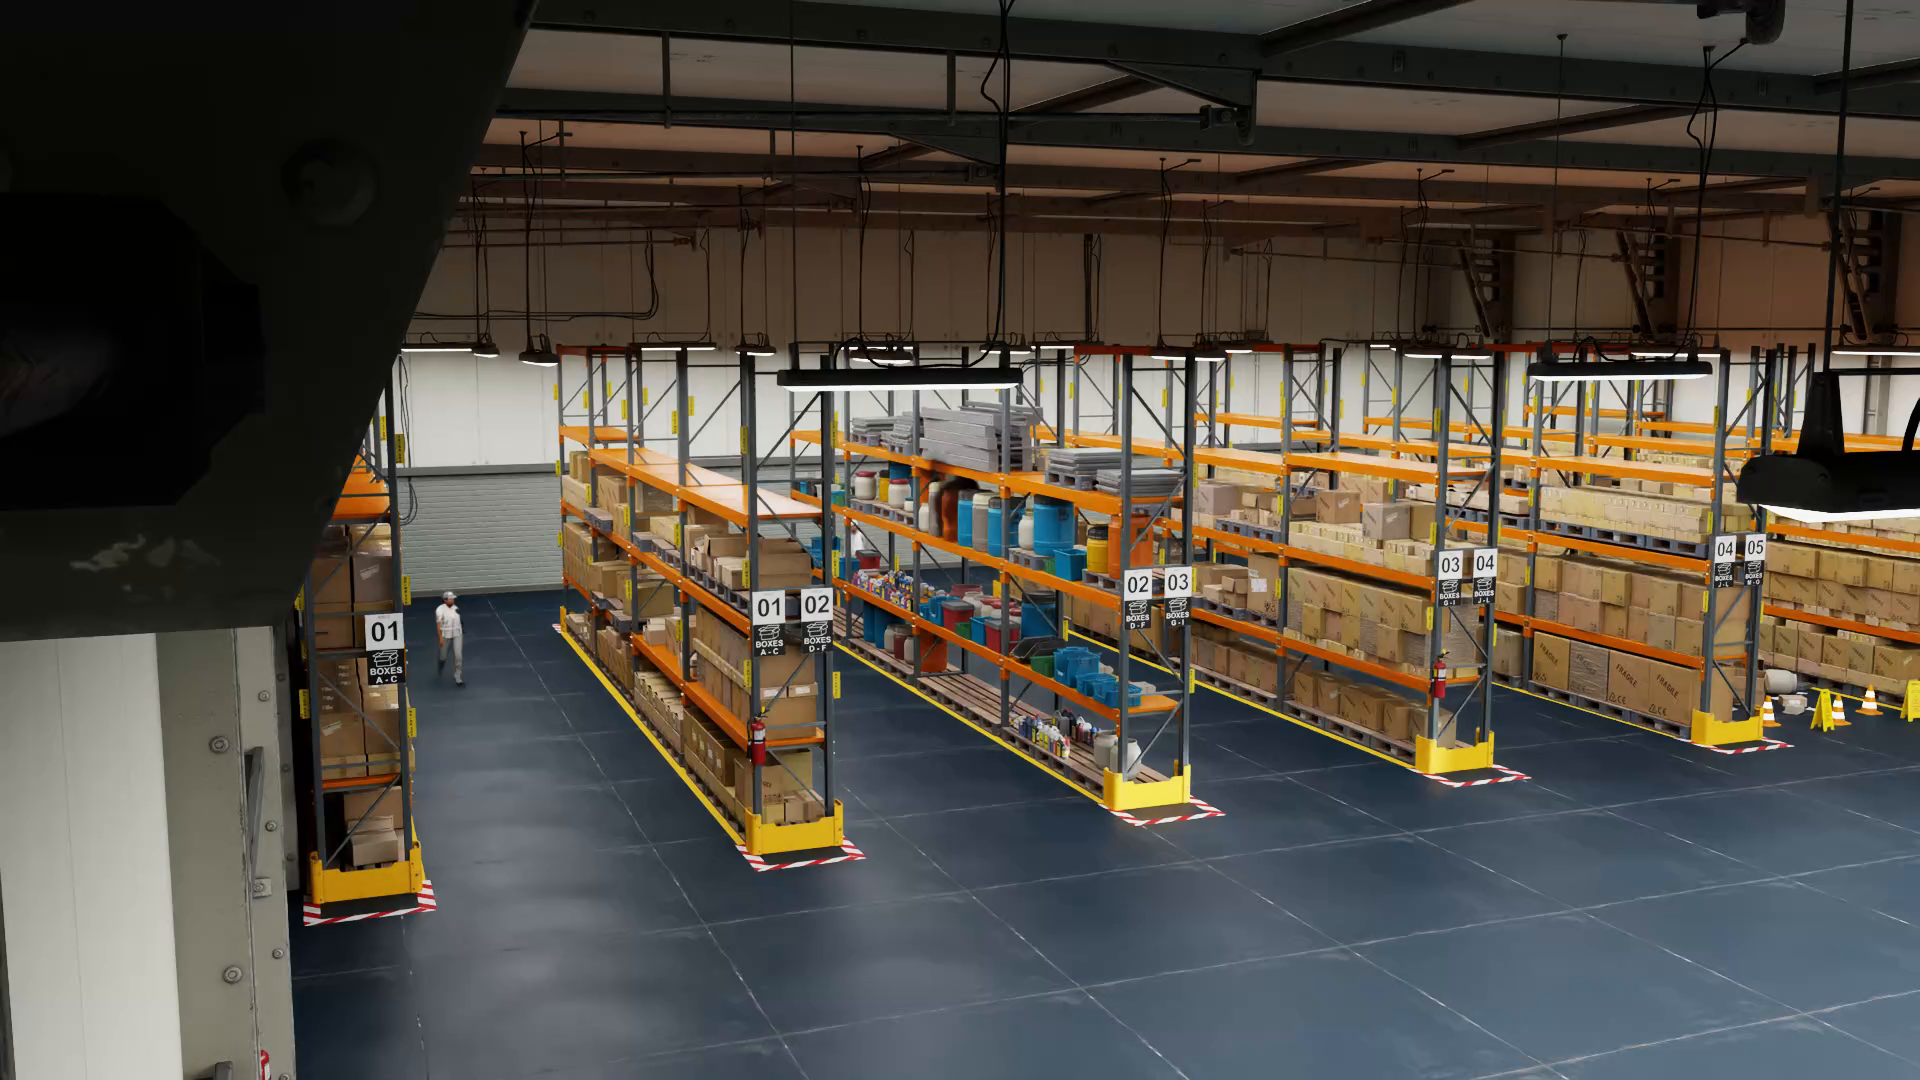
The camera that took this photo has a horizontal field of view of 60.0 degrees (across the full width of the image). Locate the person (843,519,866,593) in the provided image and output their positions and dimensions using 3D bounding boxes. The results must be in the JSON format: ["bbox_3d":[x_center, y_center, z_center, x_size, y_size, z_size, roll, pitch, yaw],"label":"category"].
[{"bbox_3d":[-2.548,0.376,40.073,0.553,1.758,0.829,2,7,13],"label":"person"}]

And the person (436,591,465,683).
[{"bbox_3d":[-9.152,1.724,29.845,0.489,1.632,0.665,-3,8,-25],"label":"person"}]
